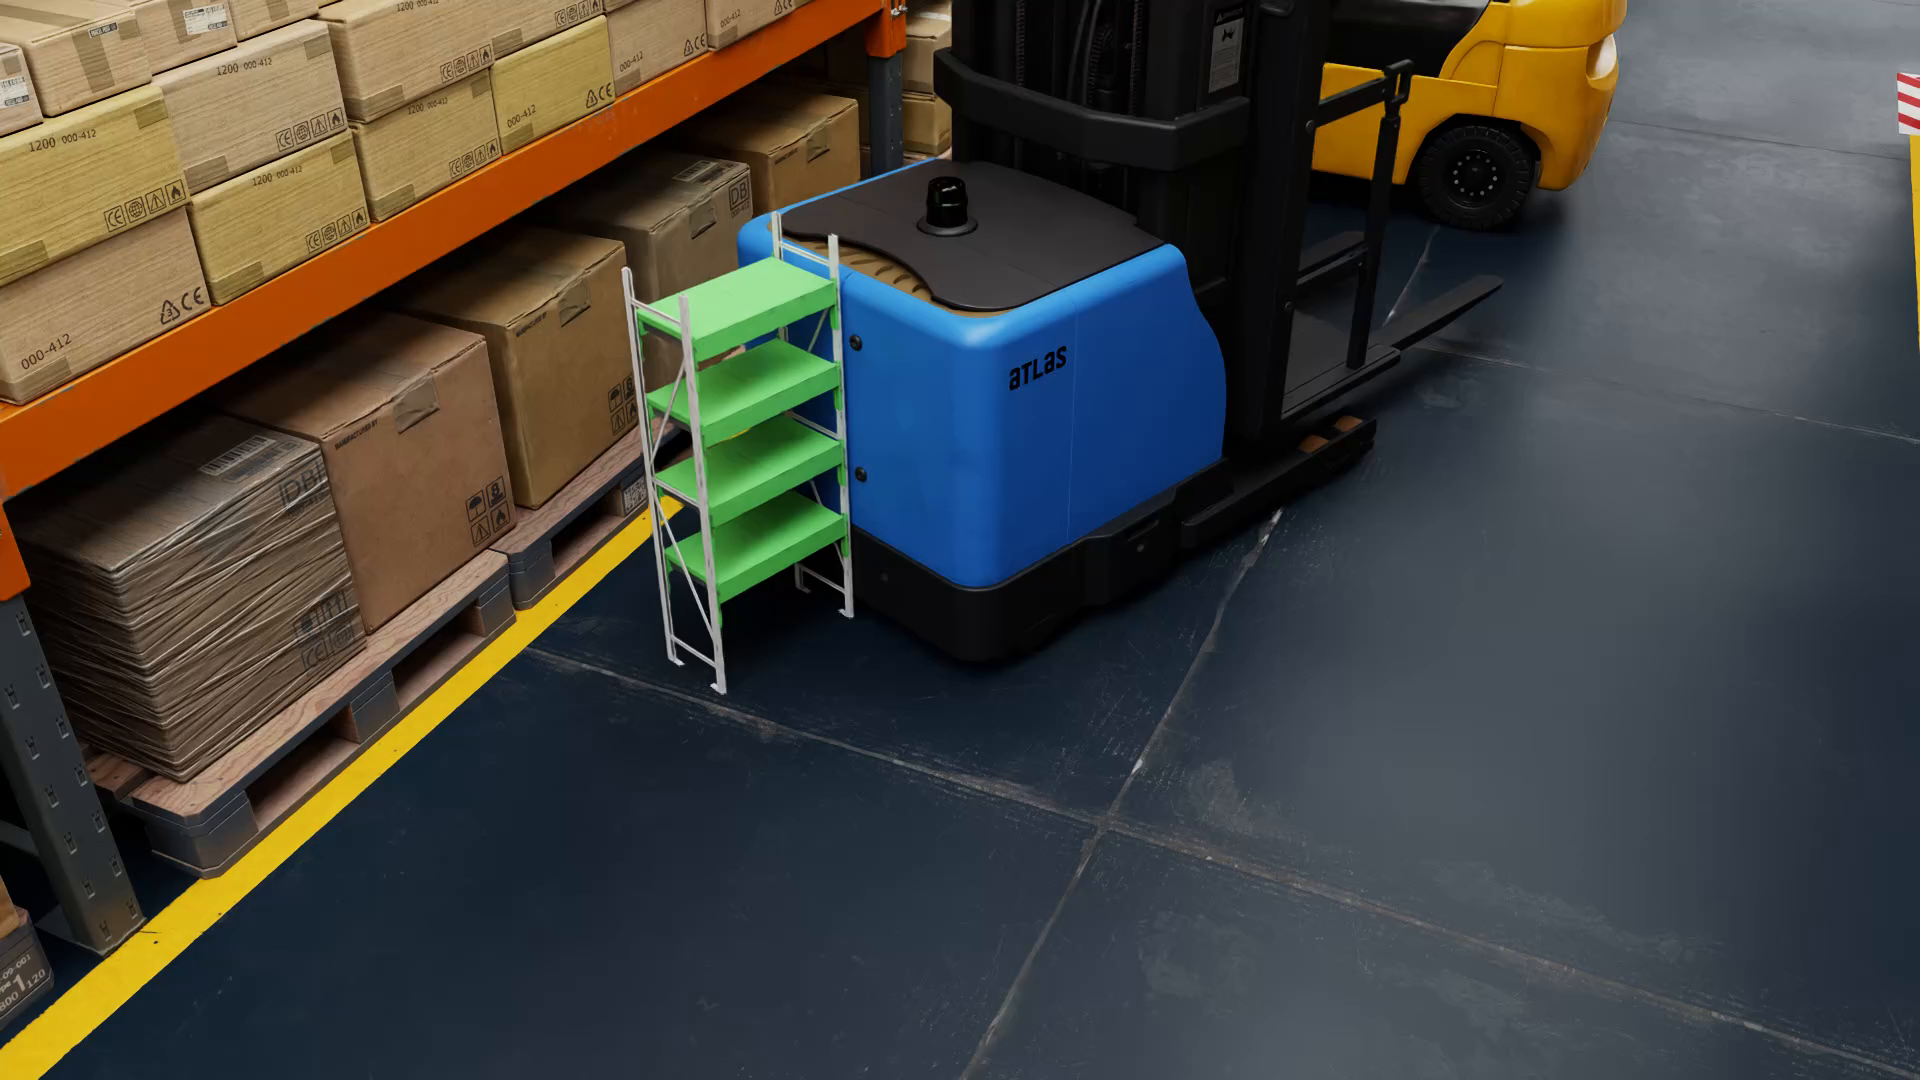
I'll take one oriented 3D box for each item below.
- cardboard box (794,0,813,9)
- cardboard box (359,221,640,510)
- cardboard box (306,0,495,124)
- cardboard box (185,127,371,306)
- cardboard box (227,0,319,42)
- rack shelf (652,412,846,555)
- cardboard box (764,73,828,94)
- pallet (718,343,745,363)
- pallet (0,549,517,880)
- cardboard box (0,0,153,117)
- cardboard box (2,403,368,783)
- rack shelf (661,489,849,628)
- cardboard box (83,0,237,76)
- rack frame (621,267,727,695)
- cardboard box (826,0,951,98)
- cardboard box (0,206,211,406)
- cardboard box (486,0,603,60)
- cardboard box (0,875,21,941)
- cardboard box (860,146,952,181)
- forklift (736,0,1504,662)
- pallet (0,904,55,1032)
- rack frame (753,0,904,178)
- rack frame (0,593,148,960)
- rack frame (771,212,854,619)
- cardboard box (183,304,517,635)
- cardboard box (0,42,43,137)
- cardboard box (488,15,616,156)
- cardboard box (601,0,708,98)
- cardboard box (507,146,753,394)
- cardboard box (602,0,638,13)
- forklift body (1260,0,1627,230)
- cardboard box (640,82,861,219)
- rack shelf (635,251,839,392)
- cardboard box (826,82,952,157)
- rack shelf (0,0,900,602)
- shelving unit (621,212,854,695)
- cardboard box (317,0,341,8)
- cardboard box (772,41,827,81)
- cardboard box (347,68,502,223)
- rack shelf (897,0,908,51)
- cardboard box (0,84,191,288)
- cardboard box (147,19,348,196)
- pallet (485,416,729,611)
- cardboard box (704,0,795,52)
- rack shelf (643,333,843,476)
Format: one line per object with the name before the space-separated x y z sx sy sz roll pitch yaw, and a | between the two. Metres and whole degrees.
cardboard box | -0.677 -2.062 5.796 0.500 0.250 0.500 15 36 22
cardboard box | -1.556 -0.596 5.206 0.875 0.625 0.625 13 35 19
cardboard box | -1.524 -1.260 4.117 0.500 0.250 0.500 13 36 19
cardboard box | -1.755 -0.795 3.864 0.500 0.250 0.500 13 36 19
cardboard box | -1.684 -1.248 3.735 0.380 0.149 0.250 15 36 21
rack shelf | -0.571 -0.165 4.524 0.258 0.148 0.480 27 42 35
cardboard box | -0.686 -1.960 7.172 0.500 0.250 0.500 13 36 19
pallet | -0.977 -0.894 6.420 1.003 0.211 1.213 14 36 20
pallet | -1.997 0.322 4.567 1.003 0.211 1.213 14 36 20
cardboard box | -1.866 -0.981 3.328 0.380 0.149 0.250 15 36 22
cardboard box | -2.104 0.067 4.196 0.875 0.625 0.625 15 36 22
rack shelf | -0.571 0.035 4.656 0.258 0.148 0.480 27 42 35
cardboard box | -1.782 -1.115 3.532 0.380 0.149 0.250 15 36 22
rack frame | -0.738 -0.121 4.340 0.240 1.200 0.015 27 42 35
cardboard box | -0.216 -2.048 6.851 0.500 0.250 0.500 14 36 20
cardboard box | -1.970 -0.546 3.483 0.500 0.250 0.500 14 36 21
cardboard box | -1.333 -1.520 4.514 0.500 0.250 0.500 15 36 21
cardboard box | -2.359 0.686 3.364 0.500 0.500 0.500 15 36 22
cardboard box | -0.201 -1.626 7.119 0.500 0.250 0.500 15 36 21
forklift | 0.765 -1.589 5.000 3.031 2.935 1.130 -28 42 -36
pallet | -2.724 1.086 3.401 1.003 0.211 1.213 14 36 20
rack frame | -0.704 -2.436 6.229 1.000 3.000 0.127 14 36 20
rack frame | -2.377 -0.443 3.191 1.000 3.000 0.127 14 36 20
rack frame | -0.405 -0.316 4.638 0.240 1.200 0.015 27 42 35
cardboard box | -1.838 -0.261 4.695 0.875 0.625 0.625 15 36 22
cardboard box | -1.976 -0.848 3.124 0.380 0.149 0.250 15 36 22
cardboard box | -1.327 -1.311 4.651 0.500 0.250 0.500 15 36 22
cardboard box | -1.118 -1.570 5.045 0.500 0.250 0.500 14 36 21
cardboard box | -1.244 -0.971 5.778 0.875 0.625 0.625 14 36 20
cardboard box | -1.105 -1.768 4.891 0.500 0.250 0.500 15 36 21
forklift body | 1.833 -2.710 7.421 2.313 2.155 1.214 14 36 20
cardboard box | -0.912 -1.356 6.365 0.875 0.625 0.625 16 36 23
rack shelf | -0.571 -0.567 4.261 0.258 0.148 0.480 27 42 35
cardboard box | -0.221 -1.840 6.990 0.500 0.250 0.500 14 36 20
rack shelf | -1.541 -1.139 4.907 1.077 0.370 4.000 14 36 20
shelving unit | -0.571 -0.219 4.489 0.258 1.200 0.503 27 42 35
cardboard box | -1.606 -1.380 3.936 0.380 0.149 0.250 15 36 21
cardboard box | -0.674 -2.169 7.035 0.500 0.250 0.500 15 36 21
cardboard box | -1.546 -1.053 4.257 0.500 0.250 0.500 13 35 19
rack shelf | 0.133 -3.131 7.945 1.077 0.370 4.000 14 36 20
cardboard box | -1.947 -0.749 3.337 0.500 0.250 0.500 14 36 20
cardboard box | -1.759 -1.004 3.726 0.500 0.250 0.500 15 36 22
pallet | -1.486 -0.284 5.490 1.003 0.211 1.213 14 36 20
cardboard box | -0.882 -1.810 5.412 0.500 0.250 0.500 14 36 20
rack shelf | -0.571 -0.366 4.393 0.258 0.148 0.480 27 42 35
